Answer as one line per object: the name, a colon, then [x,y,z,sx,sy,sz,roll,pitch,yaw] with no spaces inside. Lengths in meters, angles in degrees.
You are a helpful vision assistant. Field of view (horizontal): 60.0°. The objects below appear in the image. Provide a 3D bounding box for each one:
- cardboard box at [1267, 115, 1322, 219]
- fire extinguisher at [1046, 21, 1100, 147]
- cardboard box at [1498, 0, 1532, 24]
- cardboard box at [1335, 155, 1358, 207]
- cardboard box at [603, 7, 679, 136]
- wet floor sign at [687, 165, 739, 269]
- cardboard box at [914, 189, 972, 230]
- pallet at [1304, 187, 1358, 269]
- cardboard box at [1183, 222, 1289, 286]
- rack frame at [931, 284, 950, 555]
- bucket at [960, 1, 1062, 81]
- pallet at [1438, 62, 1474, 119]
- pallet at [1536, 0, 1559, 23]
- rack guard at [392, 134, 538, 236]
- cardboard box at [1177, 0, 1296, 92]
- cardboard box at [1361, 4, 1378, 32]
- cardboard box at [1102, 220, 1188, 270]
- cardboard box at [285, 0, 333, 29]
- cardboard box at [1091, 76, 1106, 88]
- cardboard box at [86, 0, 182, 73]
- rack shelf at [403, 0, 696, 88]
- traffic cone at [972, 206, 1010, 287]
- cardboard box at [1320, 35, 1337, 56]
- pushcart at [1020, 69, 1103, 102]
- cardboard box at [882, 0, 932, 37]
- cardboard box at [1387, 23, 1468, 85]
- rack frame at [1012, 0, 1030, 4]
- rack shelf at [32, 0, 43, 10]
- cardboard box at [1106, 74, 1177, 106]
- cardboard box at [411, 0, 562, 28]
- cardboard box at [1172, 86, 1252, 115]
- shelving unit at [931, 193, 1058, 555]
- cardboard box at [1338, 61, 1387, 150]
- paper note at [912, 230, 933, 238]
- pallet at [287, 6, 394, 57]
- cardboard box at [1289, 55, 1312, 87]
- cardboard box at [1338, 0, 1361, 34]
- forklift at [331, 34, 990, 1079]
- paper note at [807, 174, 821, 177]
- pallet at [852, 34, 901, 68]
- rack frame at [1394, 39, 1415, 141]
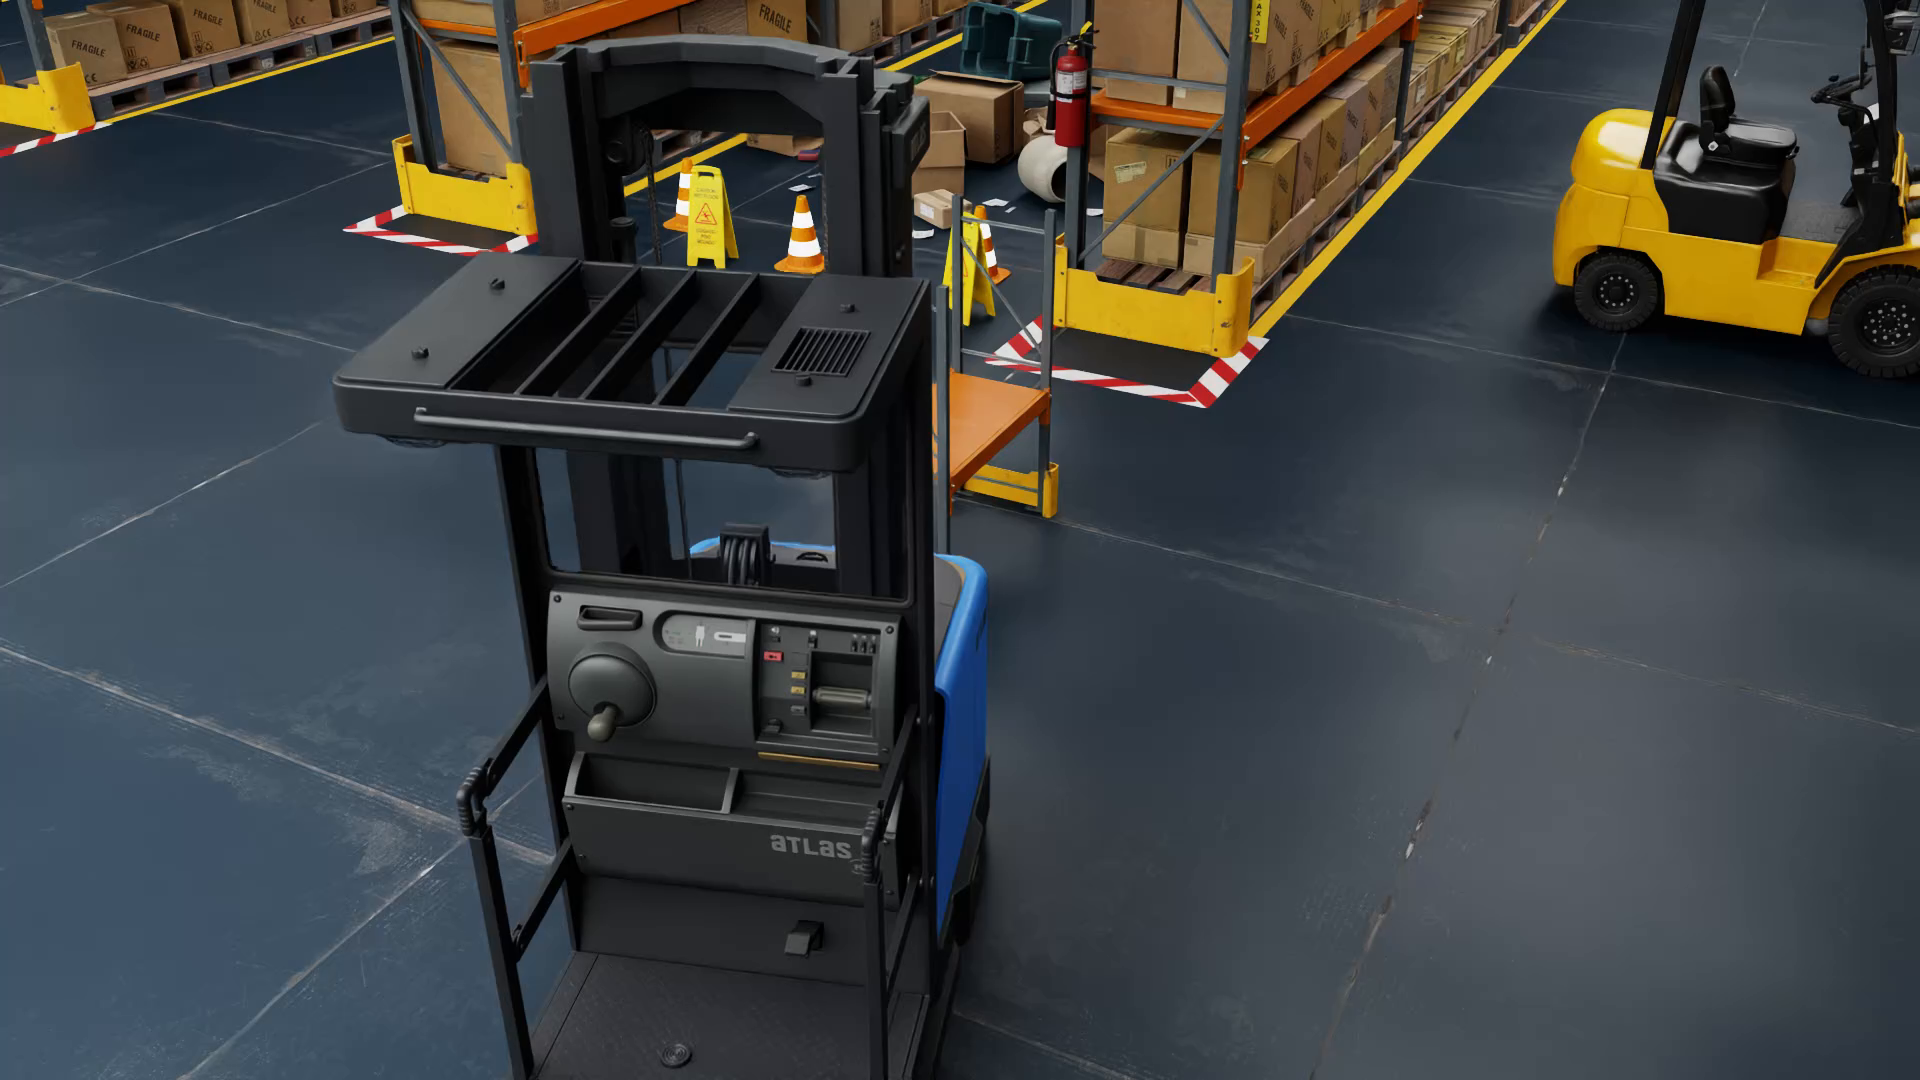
cardboard box: [1.940,-2.367,10.445,0.500,0.500,0.500,13,32,21]
fire extinguisher: [0.619,-2.534,9.228,0.296,0.674,0.183,14,33,23]
cardboard box: [5.115,-5.608,16.215,0.875,0.875,0.875,14,33,23]
cardboard box: [2.404,-2.491,11.414,0.500,0.250,0.500,15,33,24]
cardboard box: [-2.722,-3.558,12.646,0.875,0.875,0.875,14,33,23]
wet floor sign: [-1.622,-2.109,10.774,0.267,0.644,0.232,9,31,15]
cardboard box: [-0.120,-2.316,11.634,0.250,0.149,0.380,-18,34,-28]
pallet: [2.075,-2.229,11.419,1.003,0.211,1.213,14,33,23]
cardboard box: [1.695,-1.798,10.208,0.500,0.250,0.500,14,33,23]
rack frame: [-0.270,-0.387,6.918,0.500,1.500,0.032,14,33,23]
bucket: [0.442,-4.021,13.501,0.620,0.611,0.726,-14,31,-42]
pallet: [3.812,-3.966,14.444,1.003,0.211,1.213,14,33,23]
pallet: [5.709,-5.722,17.502,1.003,0.211,1.213,14,33,23]
rack guard: [-3.382,-2.497,11.596,1.175,0.500,0.348,14,33,23]
cardboard box: [1.544,-2.833,9.272,0.500,0.500,0.500,14,33,23]
cardboard box: [2.569,-3.515,11.111,0.380,0.149,0.250,14,33,23]
cardboard box: [1.221,-1.933,10.444,0.500,0.250,0.500,14,33,23]
cardboard box: [-6.390,-5.209,15.897,0.500,0.500,0.500,-26,39,-37]
cardboard box: [1.306,-3.922,13.316,0.500,0.500,0.500,14,33,23]
cardboard box: [-7.199,-4.405,14.498,0.500,0.500,0.500,24,38,36]
rack shelf: [-2.460,-4.166,12.715,1.077,0.370,4.000,14,33,23]
traffic cone: [0.129,-1.897,10.588,0.336,0.463,0.334,14,33,23]
cardboard box: [2.174,-3.188,10.541,0.380,0.149,0.250,13,32,22]
pushcart: [0.851,-3.645,13.718,1.648,0.377,0.936,4,30,6]
cardboard box: [-0.903,-5.294,15.794,1.050,0.750,0.750,14,33,23]
cardboard box: [3.780,-4.190,14.252,0.950,0.372,0.625,15,33,25]
rack frame: [0.273,-7.138,17.168,1.000,3.000,0.127,14,33,23]
rack shelf: [-6.829,-5.336,14.753,1.077,0.370,4.000,14,33,23]
cardboard box: [1.062,-2.619,9.550,0.380,0.149,0.250,15,33,25]
cardboard box: [-3.242,-3.831,11.259,0.875,0.550,0.550,14,33,23]
cardboard box: [1.421,-2.508,9.358,0.380,0.149,0.250,14,33,23]
shelving unit: [-0.035,-0.617,7.318,0.587,1.500,1.083,14,33,23]
cardboard box: [2.643,-3.053,11.640,0.500,0.500,0.500,15,33,24]
paper note: [-0.260,-2.096,11.370,0.148,0.019,0.142,4,30,6]
pallet: [-6.193,-5.020,16.279,1.003,0.211,1.213,14,33,23]
cardboard box: [1.873,-2.825,9.909,0.380,0.149,0.250,15,33,24]
cardboard box: [2.233,-3.517,10.462,0.500,0.500,0.500,14,33,22]
forklift: [-0.650,0.398,4.114,1.130,2.935,3.031,5,30,8]
paper note: [-1.090,-2.744,12.518,0.123,0.001,0.032,-18,34,-28]
pallet: [-1.264,-4.515,15.400,1.003,0.211,1.213,14,33,23]
rack frame: [2.904,-4.287,12.203,1.000,3.000,0.127,14,33,23]
